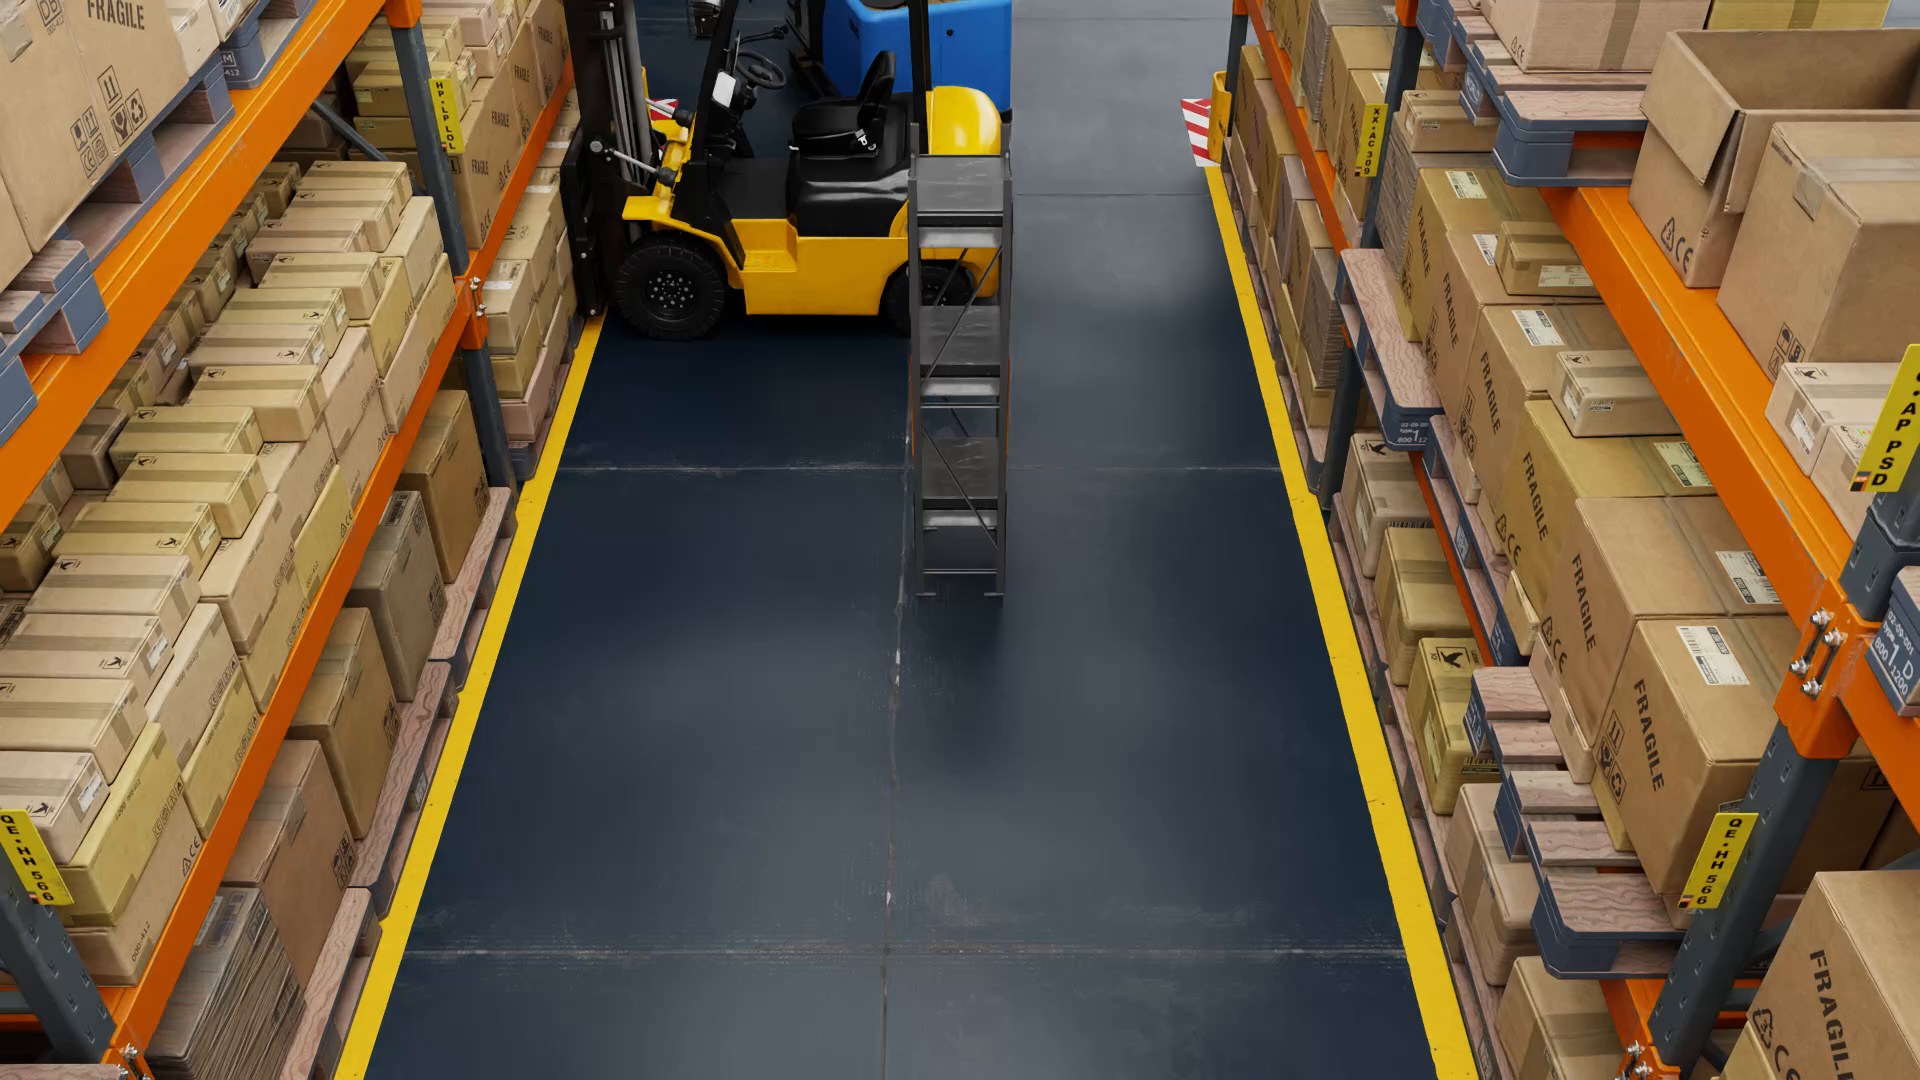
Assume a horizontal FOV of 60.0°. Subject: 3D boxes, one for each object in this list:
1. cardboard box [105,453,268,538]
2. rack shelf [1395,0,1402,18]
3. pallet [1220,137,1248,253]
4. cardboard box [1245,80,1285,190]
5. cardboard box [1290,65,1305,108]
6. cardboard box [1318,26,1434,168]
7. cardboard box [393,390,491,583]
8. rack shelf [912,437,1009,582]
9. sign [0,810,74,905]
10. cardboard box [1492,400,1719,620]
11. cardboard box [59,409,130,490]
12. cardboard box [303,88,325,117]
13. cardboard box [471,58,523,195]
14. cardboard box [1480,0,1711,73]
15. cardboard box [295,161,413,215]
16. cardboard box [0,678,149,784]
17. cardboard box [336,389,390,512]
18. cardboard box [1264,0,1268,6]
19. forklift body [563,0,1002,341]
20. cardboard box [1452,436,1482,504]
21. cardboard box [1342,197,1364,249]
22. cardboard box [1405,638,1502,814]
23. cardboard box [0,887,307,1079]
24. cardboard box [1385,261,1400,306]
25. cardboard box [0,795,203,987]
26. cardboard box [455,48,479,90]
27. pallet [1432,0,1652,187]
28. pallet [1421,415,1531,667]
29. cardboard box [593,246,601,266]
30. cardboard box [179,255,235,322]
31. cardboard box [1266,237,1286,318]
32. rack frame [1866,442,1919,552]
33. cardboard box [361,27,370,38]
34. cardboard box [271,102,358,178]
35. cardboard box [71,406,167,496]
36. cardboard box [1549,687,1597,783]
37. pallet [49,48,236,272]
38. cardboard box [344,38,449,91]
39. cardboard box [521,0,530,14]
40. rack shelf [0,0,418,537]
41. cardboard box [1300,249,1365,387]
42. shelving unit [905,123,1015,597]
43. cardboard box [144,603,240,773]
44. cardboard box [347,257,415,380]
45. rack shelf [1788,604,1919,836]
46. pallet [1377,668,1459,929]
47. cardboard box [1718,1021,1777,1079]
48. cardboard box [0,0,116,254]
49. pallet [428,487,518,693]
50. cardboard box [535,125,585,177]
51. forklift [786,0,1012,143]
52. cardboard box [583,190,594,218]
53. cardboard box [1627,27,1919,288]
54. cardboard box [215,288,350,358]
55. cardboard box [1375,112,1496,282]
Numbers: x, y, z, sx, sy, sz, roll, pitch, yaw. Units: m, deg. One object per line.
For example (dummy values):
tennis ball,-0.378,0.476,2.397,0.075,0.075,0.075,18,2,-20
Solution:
cardboard box,-2.400,-0.140,5.173,0.380,0.149,0.250,1,39,1
rack shelf,2.274,-3.489,8.127,1.077,0.370,4.000,0,39,0
pallet,2.238,-2.206,10.580,1.003,0.211,1.213,0,39,0
cardboard box,2.002,-2.387,9.839,0.500,0.500,0.500,-1,39,-2
cardboard box,1.960,-2.407,8.802,0.380,0.149,0.250,0,39,0
cardboard box,2.020,-2.103,7.903,0.500,0.500,0.500,1,39,1
cardboard box,-2.675,-0.253,7.476,0.875,0.625,0.625,2,39,2
rack shelf,0.000,-0.159,7.656,0.431,0.518,0.480,0,39,0
sign,-2.140,0.732,3.821,0.100,0.325,0.005,0,39,0
cardboard box,1.989,-0.089,5.054,0.500,0.500,0.500,-3,39,-3
cardboard box,-2.906,-0.297,5.368,0.380,0.149,0.250,1,39,1
cardboard box,-2.990,-1.950,7.194,0.380,0.149,0.250,0,39,0
cardboard box,-2.444,-1.985,7.994,0.500,0.500,0.500,1,39,1
cardboard box,1.901,-1.627,5.012,0.500,0.250,0.500,0,39,-1
cardboard box,-2.465,-1.421,6.772,0.380,0.149,0.250,1,39,2
cardboard box,-2.390,0.500,4.374,0.380,0.149,0.250,1,39,1
cardboard box,-2.449,-0.344,6.146,0.500,0.250,0.500,0,39,0
cardboard box,1.999,-3.385,9.502,0.500,0.500,0.500,1,39,1
forklift body,-0.865,-2.328,9.181,2.313,2.155,1.214,0,39,0
cardboard box,1.935,-0.253,5.778,0.380,0.149,0.250,1,39,2
cardboard box,1.971,-1.451,7.608,0.380,0.149,0.250,0,39,-1
cardboard box,2.286,0.726,6.457,0.950,0.372,0.625,1,39,1
cardboard box,-2.669,1.532,5.249,0.875,0.625,0.625,1,39,1
cardboard box,1.961,-1.068,6.795,0.380,0.149,0.250,0,39,1
cardboard box,-2.439,0.940,4.544,0.500,0.250,0.500,0,39,0
cardboard box,-2.454,-2.159,7.692,0.380,0.149,0.250,0,39,0
pallet,2.175,-1.411,5.109,1.213,0.211,1.003,0,39,0
pallet,2.238,-0.010,5.763,1.003,0.211,1.213,0,39,0
cardboard box,-2.369,-1.693,9.572,0.500,0.250,0.500,1,39,1
cardboard box,-2.933,-0.931,6.160,0.380,0.149,0.250,0,39,0
cardboard box,2.001,-1.460,9.281,0.500,0.250,0.500,1,39,1
rack frame,2.281,-1.188,2.282,1.000,3.000,0.127,0,39,0
cardboard box,-3.010,-2.319,7.893,0.380,0.149,0.250,0,39,0
cardboard box,-2.958,-1.662,7.591,0.500,0.500,0.500,0,39,0
cardboard box,-2.954,-0.206,5.574,0.500,0.250,0.500,-1,39,-1
cardboard box,1.928,0.557,4.767,0.380,0.149,0.250,0,39,0
pallet,-2.777,-1.062,4.674,1.003,0.211,1.213,2,39,2
cardboard box,-2.499,-2.114,7.398,0.380,0.149,0.250,1,39,1
cardboard box,-2.406,-2.801,8.494,0.380,0.149,0.250,-1,39,-1
rack shelf,-2.685,-0.982,4.998,1.077,0.370,4.000,0,39,0
cardboard box,2.008,-1.102,8.235,0.500,0.500,0.500,-1,39,-1
shelving unit,0.000,-0.716,7.210,0.431,2.100,0.503,0,39,0
cardboard box,-2.438,0.432,4.778,0.500,0.250,0.500,1,39,1
cardboard box,-2.423,-0.850,6.378,0.500,0.250,0.500,-1,39,-1
rack shelf,2.284,1.514,1.884,1.077,0.370,4.000,0,39,0
pallet,2.283,0.992,6.589,1.003,0.211,1.213,0,39,0
cardboard box,2.035,1.334,3.653,0.500,0.250,0.500,0,39,0
cardboard box,-2.540,-1.022,3.978,0.700,0.500,0.500,-1,39,-1
pallet,-2.647,0.206,7.569,1.003,0.211,1.213,0,39,0
cardboard box,-2.369,-2.085,9.263,0.500,0.250,0.500,-1,39,-1
forklift,-0.618,-4.548,11.326,1.130,2.935,3.031,-12,40,-15
cardboard box,-2.370,-1.876,9.401,0.500,0.250,0.500,0,39,0
cardboard box,2.251,-1.012,4.378,0.797,0.503,0.637,0,39,0
cardboard box,-2.428,-0.778,5.970,0.380,0.149,0.250,-1,39,-1
cardboard box,1.990,-1.374,6.658,0.500,0.500,0.500,1,39,1
